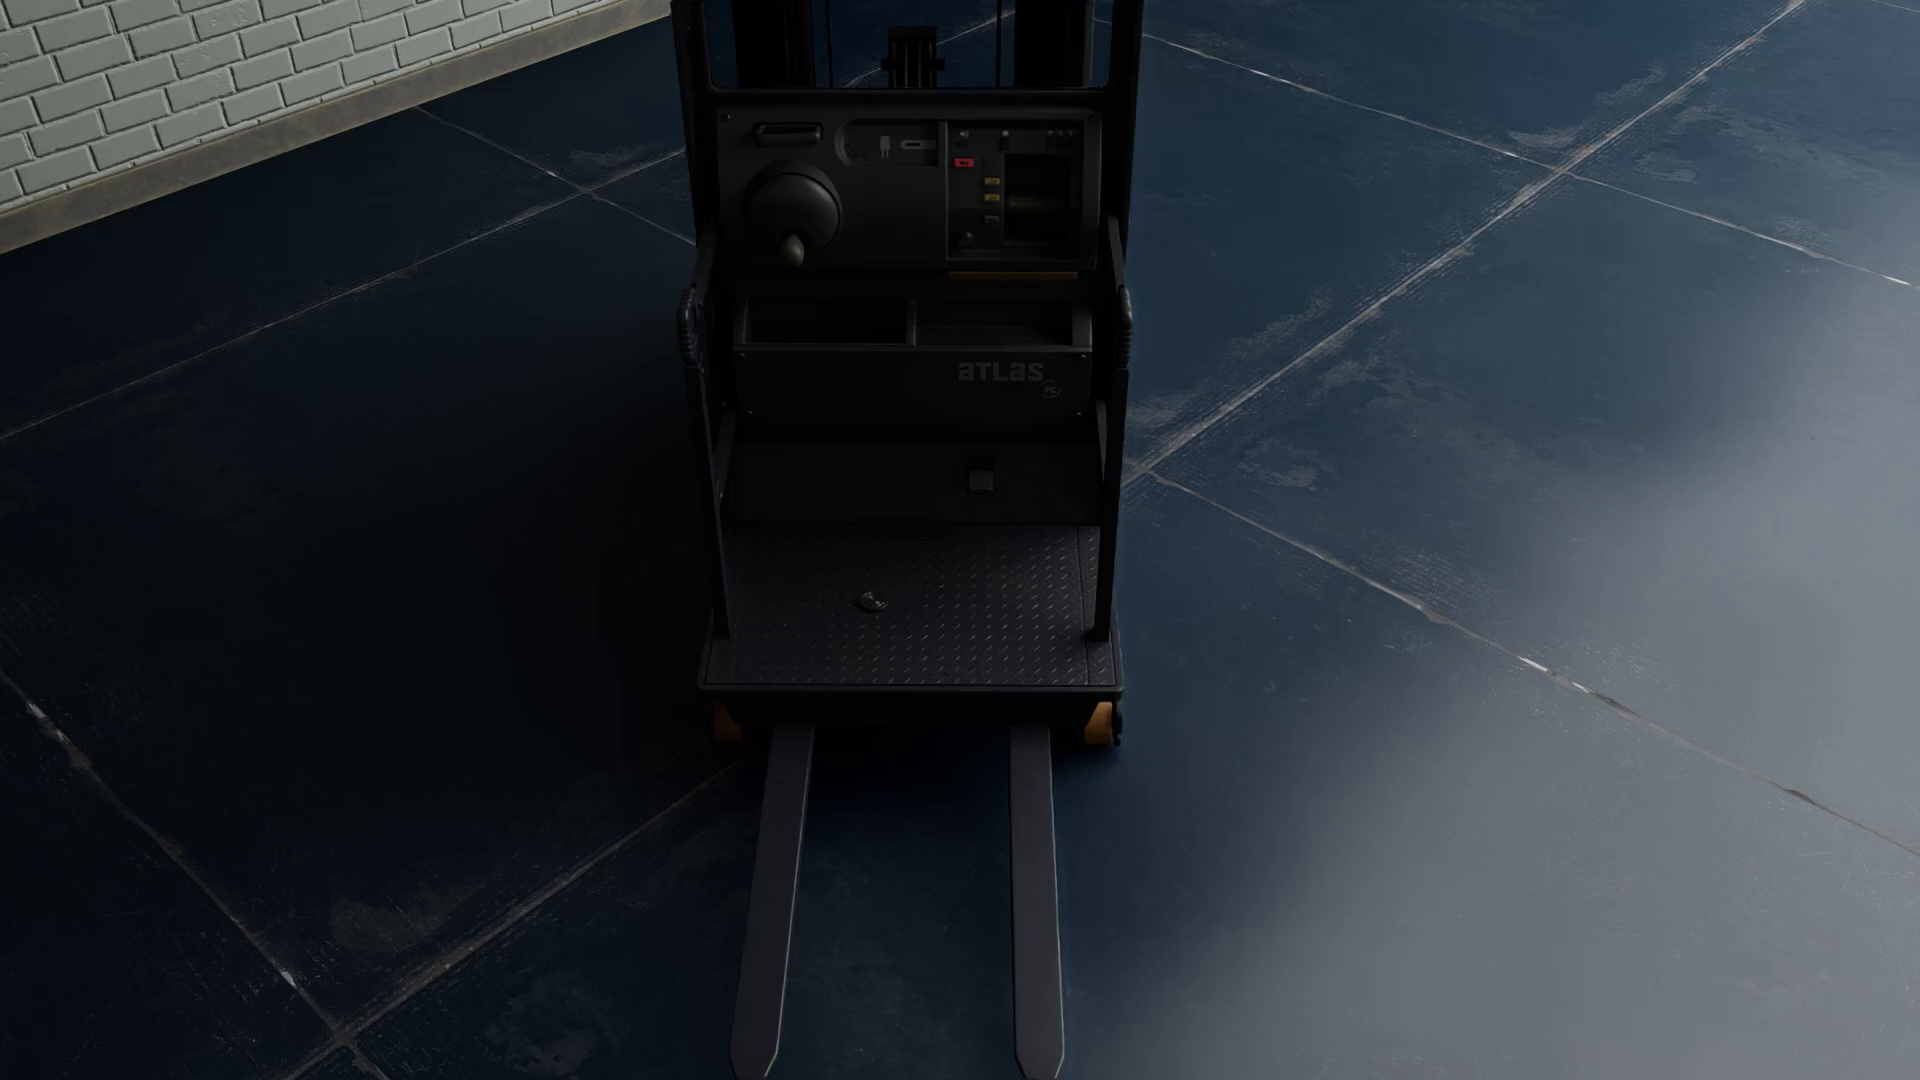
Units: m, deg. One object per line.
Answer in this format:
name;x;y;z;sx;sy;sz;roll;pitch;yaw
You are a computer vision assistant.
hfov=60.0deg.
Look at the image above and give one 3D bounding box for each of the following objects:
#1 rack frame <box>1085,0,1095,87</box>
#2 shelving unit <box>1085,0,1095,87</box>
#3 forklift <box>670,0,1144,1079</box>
rack frame;0.393;-1.392;5.795;0.032;1.500;0.500;-2;39;-3
shelving unit;-0.105;-1.372;5.770;1.083;1.500;0.587;-2;39;-3
forklift;-0.122;-0.784;3.881;1.130;2.935;3.031;0;38;0
